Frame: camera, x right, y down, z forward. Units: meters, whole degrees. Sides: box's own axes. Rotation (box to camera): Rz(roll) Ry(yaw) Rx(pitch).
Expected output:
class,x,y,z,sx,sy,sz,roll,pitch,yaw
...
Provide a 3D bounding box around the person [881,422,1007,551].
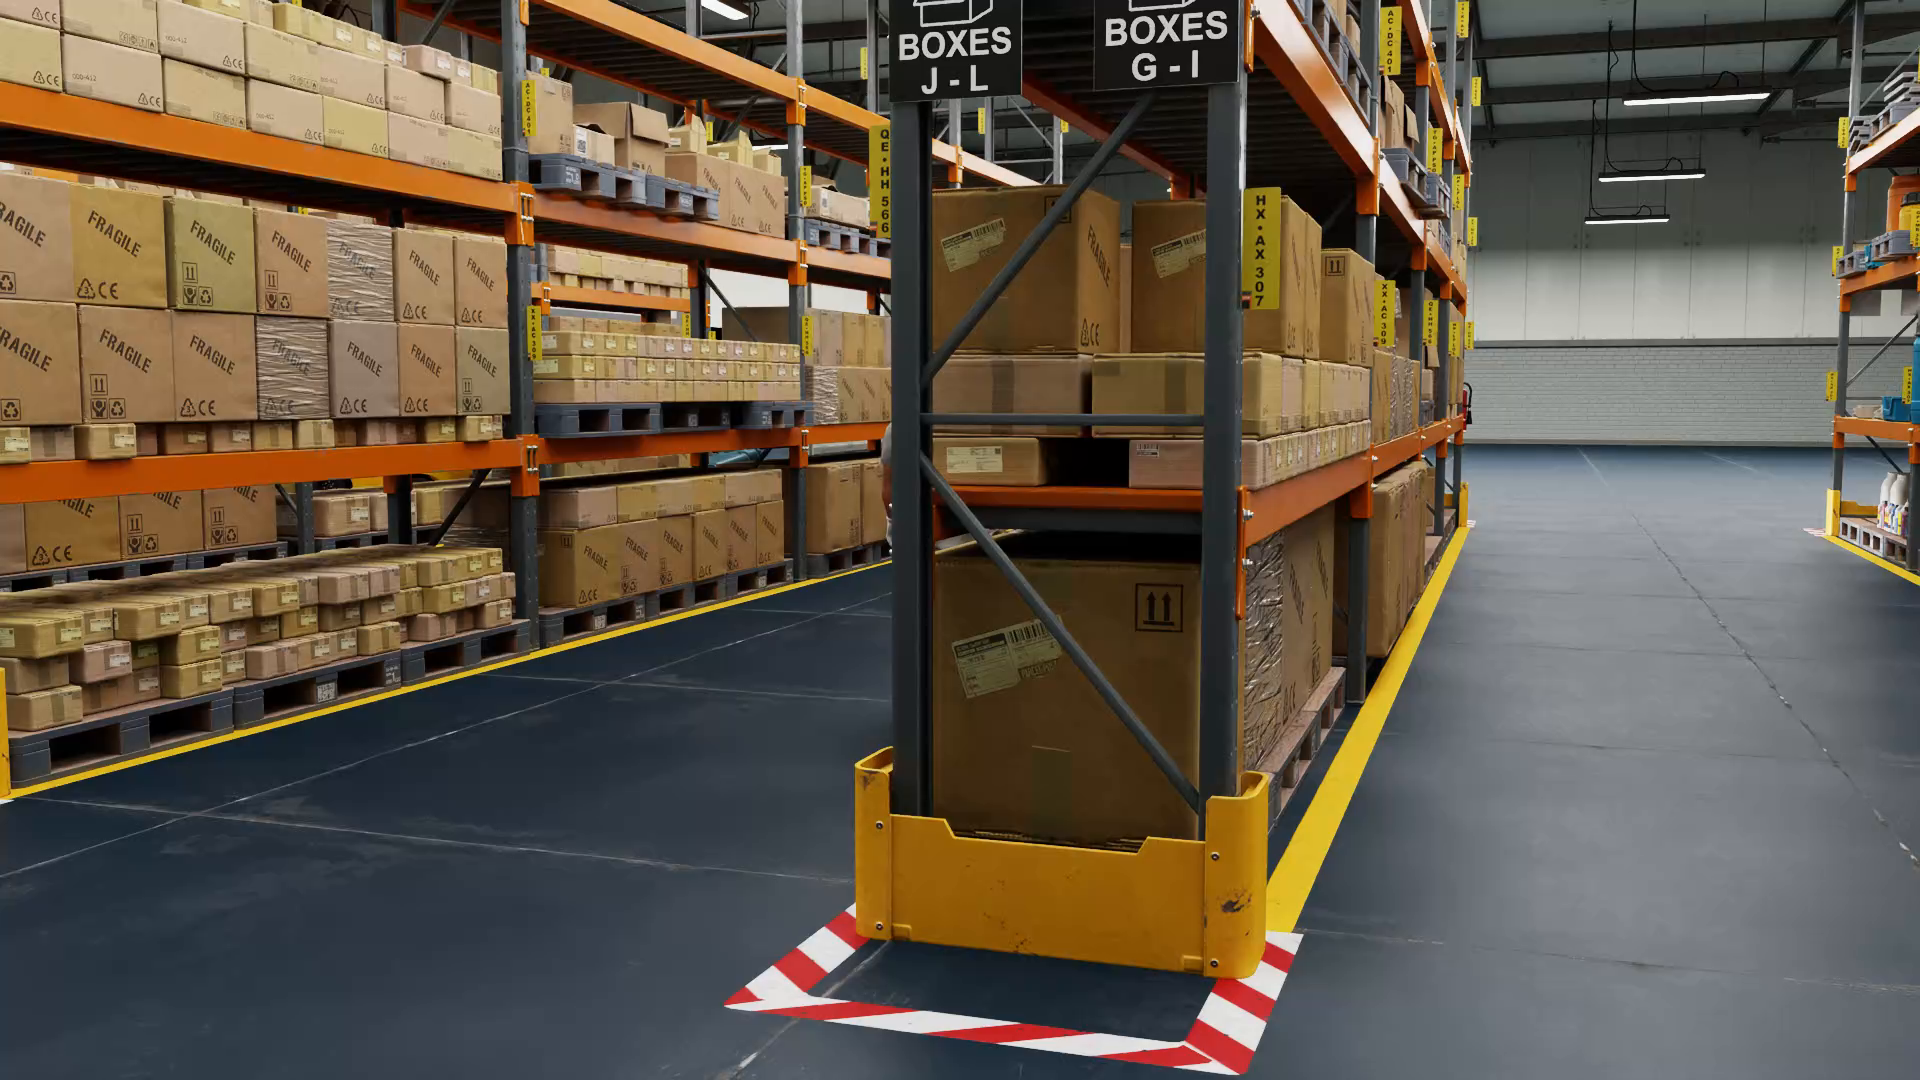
class,x,y,z,sx,sy,sz,roll,pitch,yaw
person,-0.057,-0.073,8.504,0.637,1.790,0.562,2,5,19
